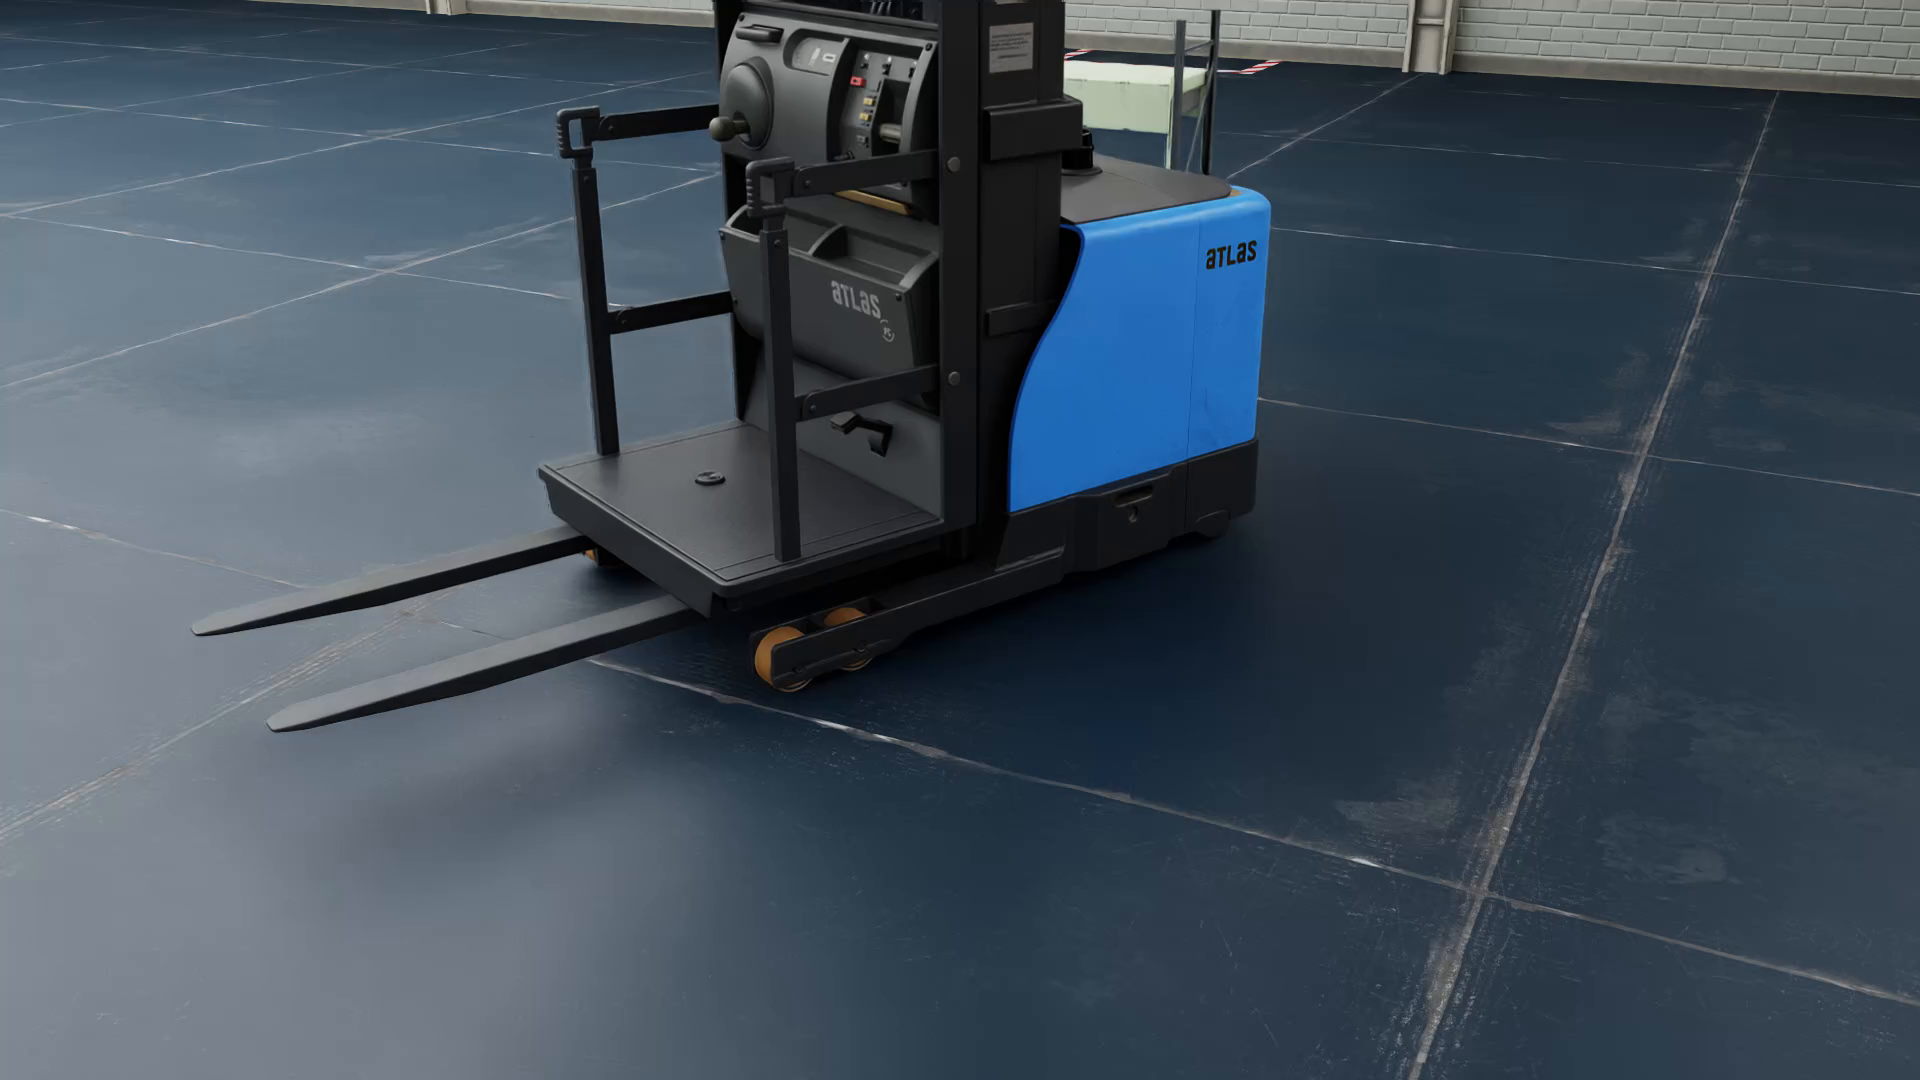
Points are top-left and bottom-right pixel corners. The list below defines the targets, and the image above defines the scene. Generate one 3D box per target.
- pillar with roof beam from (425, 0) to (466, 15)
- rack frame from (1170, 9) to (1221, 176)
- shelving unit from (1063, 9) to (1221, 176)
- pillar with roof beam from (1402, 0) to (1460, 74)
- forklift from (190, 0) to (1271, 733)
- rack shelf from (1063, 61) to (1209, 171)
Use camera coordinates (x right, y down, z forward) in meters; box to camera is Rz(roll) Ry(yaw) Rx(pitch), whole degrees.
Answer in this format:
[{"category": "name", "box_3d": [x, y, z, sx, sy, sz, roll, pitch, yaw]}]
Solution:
[{"category": "pillar with roof beam", "box_3d": [-8.278, -9.148, 15.263, 0.400, 9.000, 9.100, 11, 25, 25]}, {"category": "rack frame", "box_3d": [0.792, -1.049, 5.801, 0.023, 1.500, 0.400, 11, 25, 24]}, {"category": "shelving unit", "box_3d": [0.463, -1.112, 5.948, 0.755, 1.500, 0.431, 11, 25, 24]}, {"category": "pillar with roof beam", "box_3d": [2.431, -7.029, 10.280, 0.400, 9.000, 9.100, 11, 25, 25]}, {"category": "forklift", "box_3d": [-0.532, -1.187, 4.296, 3.031, 2.935, 1.130, -17, 28, -34]}, {"category": "rack shelf", "box_3d": [0.463, -1.471, 5.795, 0.720, 0.370, 0.431, 11, 25, 24]}]
